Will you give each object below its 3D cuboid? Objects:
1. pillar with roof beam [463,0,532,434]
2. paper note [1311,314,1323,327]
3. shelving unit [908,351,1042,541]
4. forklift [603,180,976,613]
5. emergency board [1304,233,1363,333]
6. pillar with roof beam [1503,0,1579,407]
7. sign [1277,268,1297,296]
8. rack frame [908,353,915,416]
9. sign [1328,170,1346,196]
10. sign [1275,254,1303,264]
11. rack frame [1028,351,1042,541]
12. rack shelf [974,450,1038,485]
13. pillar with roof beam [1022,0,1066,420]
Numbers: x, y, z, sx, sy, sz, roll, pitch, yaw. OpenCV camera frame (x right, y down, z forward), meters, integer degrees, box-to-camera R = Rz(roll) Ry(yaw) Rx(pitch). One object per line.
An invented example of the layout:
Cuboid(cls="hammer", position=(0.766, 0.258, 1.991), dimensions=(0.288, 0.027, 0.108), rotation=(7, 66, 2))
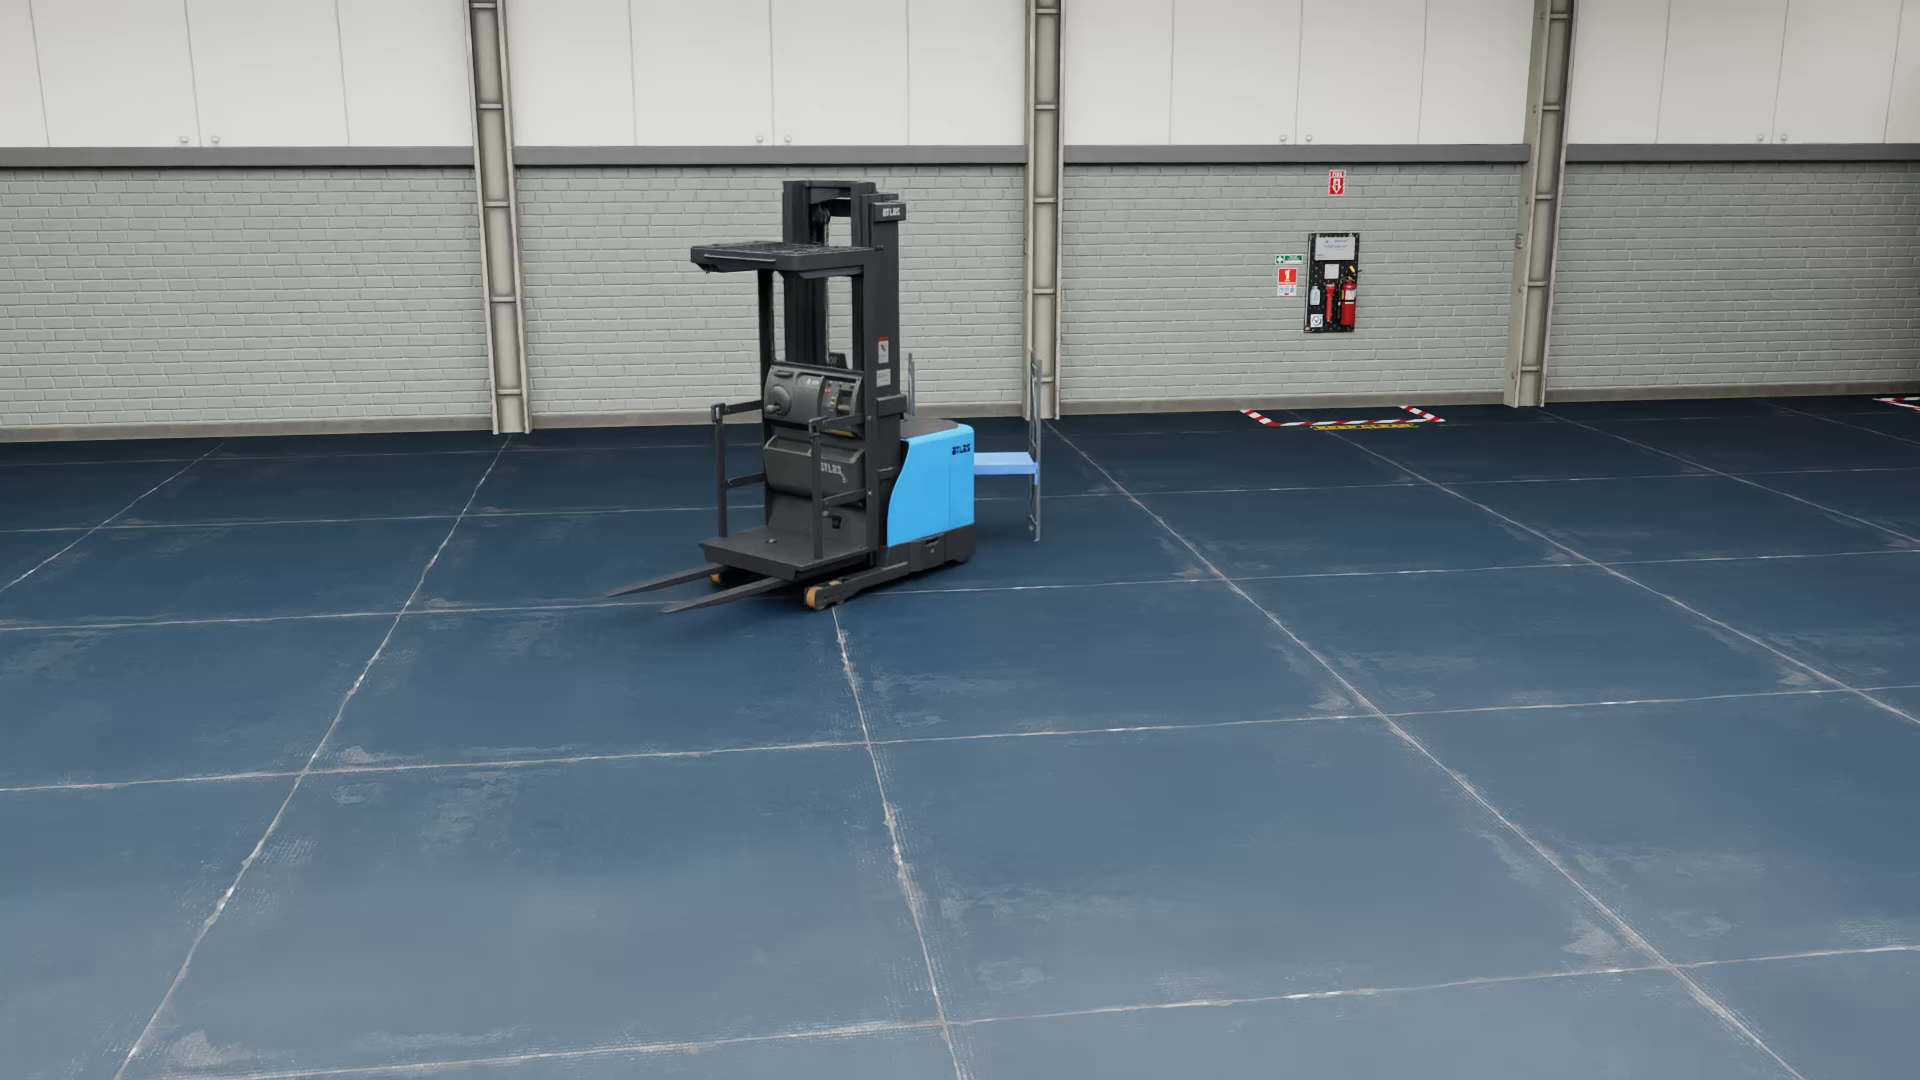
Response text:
Cuboid(cls="pillar with roof beam", position=(-4.350, -4.544, 13.342), dimensions=(0.400, 9.000, 9.100), rotation=(-2, 14, -8))
Cuboid(cls="paper note", position=(4.240, -2.607, 19.762), dimensions=(0.142, 0.148, 0.016), rotation=(-2, 14, -8))
Cuboid(cls="shelving unit", position=(0.112, -0.768, 13.700), dimensions=(1.048, 1.500, 0.538), rotation=(-1, 14, -5))
Cuboid(cls="forklift", position=(-1.208, -1.066, 11.946), dimensions=(1.130, 2.935, 3.031), rotation=(12, 18, 39))
Cuboid(cls="emergency board", position=(4.425, -3.024, 19.614), dimensions=(0.643, 1.169, 0.194), rotation=(-2, 14, -8))
Cuboid(cls="pillar with roof beam", position=(7.516, -4.979, 15.076), dimensions=(0.400, 9.000, 9.100), rotation=(-2, 14, -8))
Cuboid(cls="sign", position=(3.863, -3.046, 19.629), dimensions=(0.234, 0.329, 0.001), rotation=(-2, 14, -8))
Cuboid(cls="rack frame", position=(-0.395, -0.758, 13.660), dimensions=(0.032, 1.500, 0.500), rotation=(-1, 14, -5))
Cuboid(cls="sign", position=(4.402, -4.172, 19.427), dimensions=(0.199, 0.298, 0.001), rotation=(-2, 14, -8))
Cuboid(cls="sign", position=(3.869, -3.301, 19.556), dimensions=(0.331, 0.109, 0.001), rotation=(-2, 14, -8))
Cuboid(cls="rack frame", position=(0.618, -0.778, 13.740), dimensions=(0.032, 1.500, 0.500), rotation=(-1, 14, -5))
Cuboid(cls="rack shelf", position=(0.112, -0.593, 13.744), dimensions=(1.000, 0.185, 0.538), rotation=(-1, 14, -5))
Cuboid(cls="pillar with roof beam", position=(1.583, -4.761, 14.209), dimensions=(0.400, 9.000, 9.100), rotation=(-2, 14, -8))
